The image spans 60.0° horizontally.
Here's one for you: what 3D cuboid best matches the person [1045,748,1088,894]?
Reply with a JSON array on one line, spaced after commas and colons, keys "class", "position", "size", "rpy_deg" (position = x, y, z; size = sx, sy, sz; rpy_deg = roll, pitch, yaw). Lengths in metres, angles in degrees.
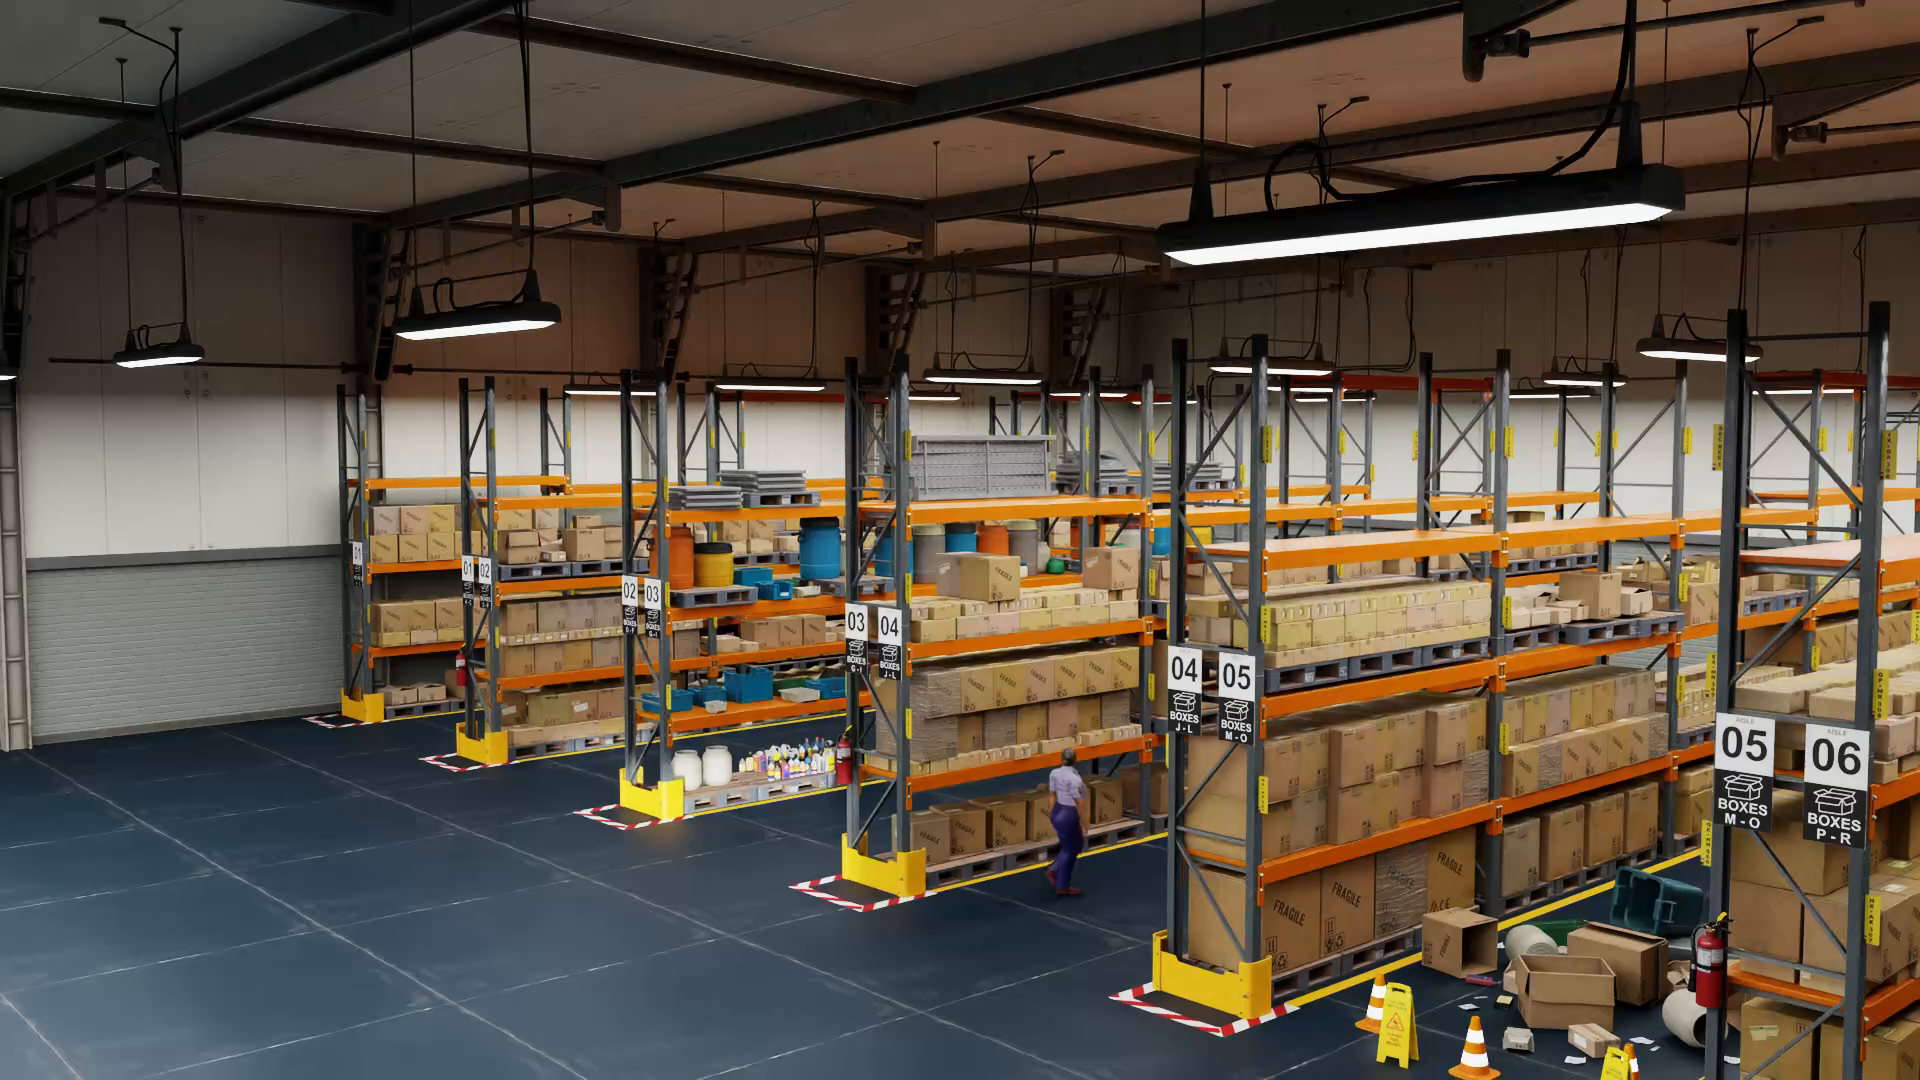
[{"class": "person", "position": [1.209, 3.119, 18.474], "size": [0.440, 1.650, 0.479], "rpy_deg": [-1, 4, -10]}]
